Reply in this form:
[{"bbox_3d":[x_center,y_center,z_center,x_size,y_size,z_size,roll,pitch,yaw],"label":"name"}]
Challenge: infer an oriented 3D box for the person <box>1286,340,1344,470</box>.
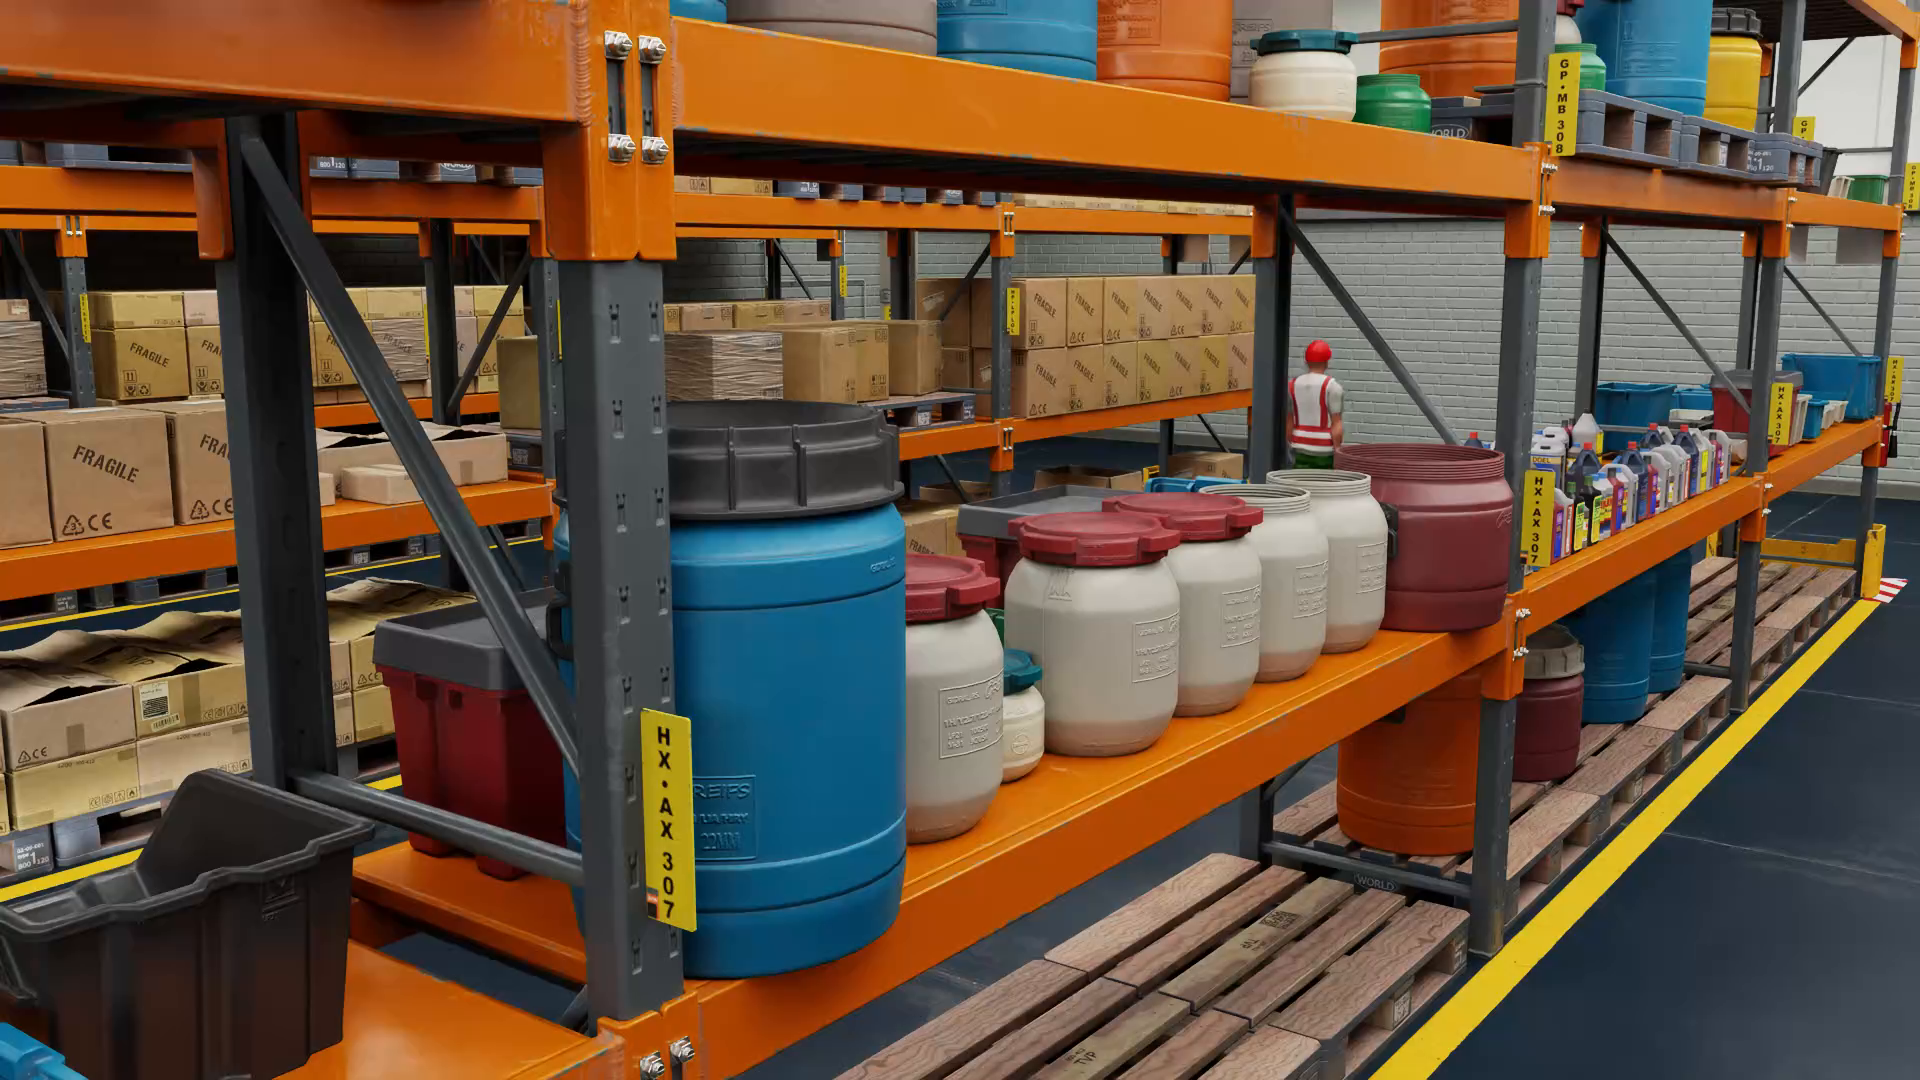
[{"bbox_3d":[2.897,-0.697,13.408,0.588,1.831,0.492,8,12,38],"label":"person"}]
